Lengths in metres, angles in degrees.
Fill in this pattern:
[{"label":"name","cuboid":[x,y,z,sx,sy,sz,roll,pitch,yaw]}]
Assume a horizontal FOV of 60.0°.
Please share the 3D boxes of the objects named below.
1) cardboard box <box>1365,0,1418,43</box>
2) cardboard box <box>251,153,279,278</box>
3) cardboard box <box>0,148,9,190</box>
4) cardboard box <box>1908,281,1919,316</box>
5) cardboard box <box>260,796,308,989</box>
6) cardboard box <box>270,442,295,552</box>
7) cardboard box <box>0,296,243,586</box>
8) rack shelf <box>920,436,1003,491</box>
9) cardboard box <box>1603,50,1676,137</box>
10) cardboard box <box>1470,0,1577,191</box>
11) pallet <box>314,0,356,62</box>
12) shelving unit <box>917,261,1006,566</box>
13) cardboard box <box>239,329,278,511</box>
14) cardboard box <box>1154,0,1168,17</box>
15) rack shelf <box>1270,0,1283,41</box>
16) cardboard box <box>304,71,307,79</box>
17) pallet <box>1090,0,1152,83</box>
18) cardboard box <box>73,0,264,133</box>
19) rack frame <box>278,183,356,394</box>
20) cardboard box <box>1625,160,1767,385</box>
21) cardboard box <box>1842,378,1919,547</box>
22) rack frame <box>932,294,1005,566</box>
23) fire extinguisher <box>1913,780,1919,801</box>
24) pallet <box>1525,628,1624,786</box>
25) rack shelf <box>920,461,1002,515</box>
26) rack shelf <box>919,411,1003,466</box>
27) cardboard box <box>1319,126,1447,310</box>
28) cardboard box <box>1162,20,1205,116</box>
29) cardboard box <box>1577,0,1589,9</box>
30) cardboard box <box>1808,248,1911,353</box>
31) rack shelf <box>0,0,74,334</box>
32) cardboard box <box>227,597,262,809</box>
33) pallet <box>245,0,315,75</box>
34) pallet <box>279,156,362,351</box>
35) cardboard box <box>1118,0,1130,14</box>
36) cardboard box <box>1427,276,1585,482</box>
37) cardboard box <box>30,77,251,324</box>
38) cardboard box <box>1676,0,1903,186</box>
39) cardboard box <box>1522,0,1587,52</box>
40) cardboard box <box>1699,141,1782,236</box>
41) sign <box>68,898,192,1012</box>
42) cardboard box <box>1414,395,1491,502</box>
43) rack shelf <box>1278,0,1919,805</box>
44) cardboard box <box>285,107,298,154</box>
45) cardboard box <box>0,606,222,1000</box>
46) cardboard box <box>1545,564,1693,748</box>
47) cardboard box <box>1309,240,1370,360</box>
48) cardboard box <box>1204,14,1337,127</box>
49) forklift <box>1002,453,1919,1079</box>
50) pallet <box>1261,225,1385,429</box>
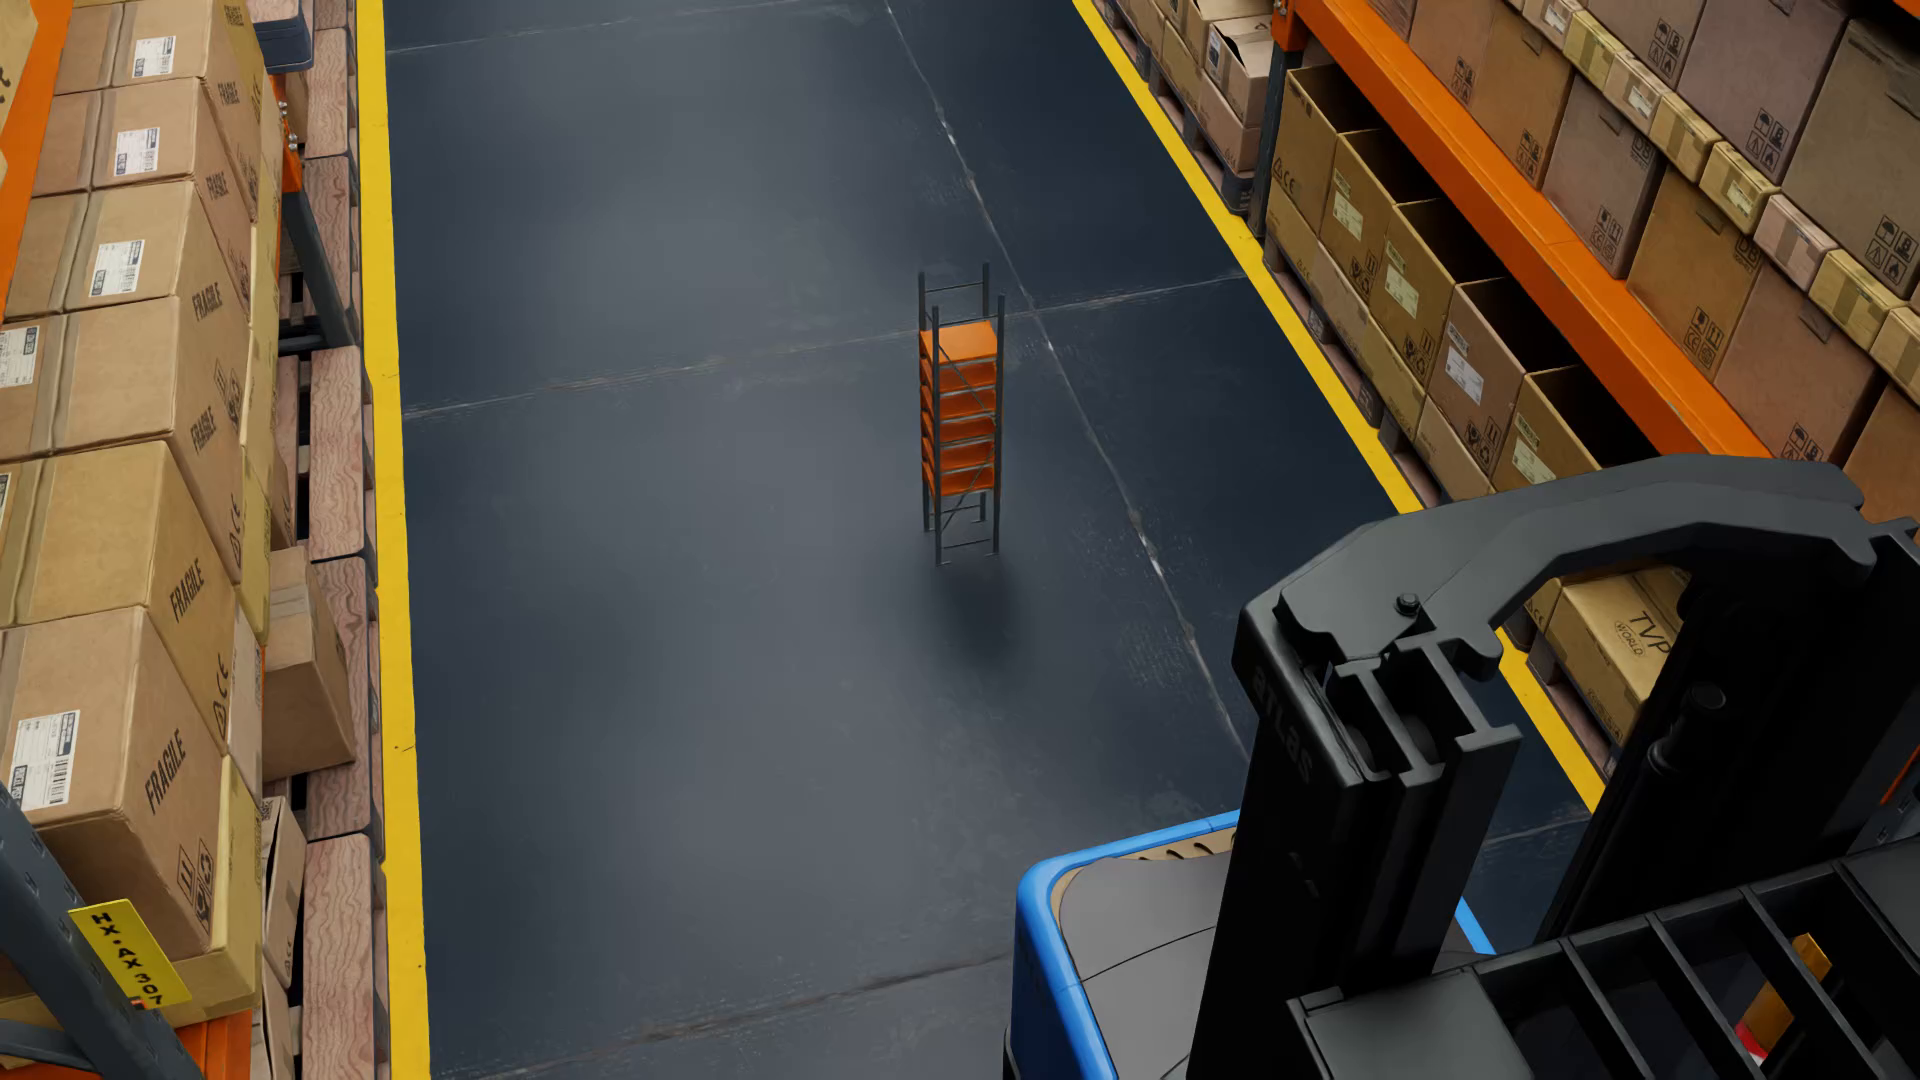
[{"label":"cardboard box","cuboid":[1.941,-2.283,6.317,0.700,0.500,0.500,-12,47,-11]},{"label":"cardboard box","cuboid":[-2.433,-0.983,5.204,0.500,0.250,0.500,-11,47,-10]},{"label":"cardboard box","cuboid":[-1.890,-0.629,2.582,0.500,0.500,0.500,-8,46,-8]},{"label":"cardboard box","cuboid":[2.724,-0.642,3.801,0.700,0.500,0.500,-11,47,-10]},{"label":"cardboard box","cuboid":[-2.179,1.016,4.729,0.500,0.311,0.500,-7,46,-7]},{"label":"cardboard box","cuboid":[-2.662,-0.215,5.803,0.500,0.500,0.500,-14,47,-13]},{"label":"cardboard box","cuboid":[-2.017,-0.186,3.898,0.500,0.500,0.500,-12,47,-12]},{"label":"rack shelf","cuboid":[0.004,-0.295,5.929,0.258,0.103,0.180,-11,47,-10]},{"label":"cardboard box","cuboid":[2.164,-1.353,4.952,0.380,0.149,0.250,-11,47,-11]},{"label":"cardboard box","cuboid":[2.207,-1.573,5.622,0.700,0.500,0.500,-10,46,-10]},{"label":"pallet","cuboid":[-3.792,-2.891,8.935,1.003,0.211,1.213,-11,47,-10]},{"label":"shelving unit","cuboid":[0.004,-0.410,5.812,0.258,1.200,0.189,-11,47,-10]},{"label":"cardboard box","cuboid":[-2.159,-0.291,4.526,0.500,0.250,0.500,-10,46,-10]},{"label":"cardboard box","cuboid":[1.176,-2.865,8.196,0.500,0.311,0.500,-11,47,-10]},{"label":"rack shelf","cuboid":[1.309,-3.683,8.262,1.077,0.370,4.000,-11,47,-10]},{"label":"cardboard box","cuboid":[-3.582,-2.484,8.026,0.700,0.500,0.500,-11,47,-11]},{"label":"pallet","cuboid":[1.279,-2.923,8.967,1.003,0.211,1.213,-11,47,-10]},{"label":"cardboard box","cuboid":[-2.547,-1.592,5.276,0.500,0.500,0.500,-11,47,-10]},{"label":"rack frame","cuboid":[-2.967,-1.645,5.762,1.000,3.000,0.127,-11,47,-10]},{"label":"cardboard box","cuboid":[2.477,-0.857,4.920,0.700,0.500,0.500,-10,46,-10]},{"label":"cardboard box","cuboid":[2.738,-0.152,4.228,0.700,0.500,0.500,-11,47,-10]},{"label":"rack frame","cuboid":[0.027,-0.347,5.750,0.240,1.200,0.006,-11,47,-10]},{"label":"fire extinguisher","cuboid":[2.426,0.402,3.810,0.296,0.674,0.183,-11,47,-10]},{"label":"pallet","cuboid":[2.609,0.664,5.452,1.003,0.211,1.213,-11,47,-10]},{"label":"rack shelf","cuboid":[0.004,-0.211,6.015,0.258,0.103,0.180,-11,47,-10]},{"label":"rack shelf","cuboid":[0.004,-0.379,5.843,0.258,0.103,0.180,-11,47,-10]},{"label":"cardboard box","cuboid":[1.773,-1.279,6.510,0.500,0.500,0.500,-11,47,-10]},{"label":"cardboard box","cuboid":[1.307,-2.321,8.056,0.500,0.250,0.500,-11,47,-11]},{"label":"cardboard box","cuboid":[2.199,-2.043,5.174,0.700,0.500,0.500,-11,47,-10]},{"label":"cardboard box","cuboid":[2.429,-0.640,4.253,0.380,0.149,0.250,-11,47,-11]},{"label":"rack shelf","cuboid":[-2.455,-1.063,3.595,1.077,0.370,4.000,-11,47,-10]},{"label":"cardboard box","cuboid":[-1.907,0.411,3.838,0.500,0.250,0.500,-12,47,-12]},{"label":"pallet","cuboid":[-3.022,-2.132,6.374,1.003,0.211,1.213,-11,47,-10]},{"label":"pallet","cuboid":[-3.167,-1.206,7.285,1.003,0.211,1.213,-11,47,-10]},{"label":"cardboard box","cuboid":[1.047,-3.026,8.746,0.500,0.250,0.500,-10,46,-10]},{"label":"cardboard box","cuboid":[2.023,-0.588,5.832,0.500,0.500,0.500,-11,47,-10]},{"label":"cardboard box","cuboid":[-2.295,-0.899,4.597,0.500,0.500,0.500,-12,47,-11]},{"label":"cardboard box","cuboid":[2.455,-1.352,4.497,0.700,0.500,0.500,-11,47,-10]},{"label":"cardboard box","cuboid":[2.036,-1.706,5.297,0.380,0.149,0.250,-12,47,-11]},{"label":"cardboard box","cuboid":[2.299,-0.995,4.601,0.380,0.149,0.250,-9,46,-9]},{"label":"sign","cuboid":[-1.418,0.714,2.844,0.100,0.325,0.005,-11,47,-10]},{"label":"cardboard box","cuboid":[2.027,-0.326,6.101,0.500,0.250,0.500,-11,47,-10]},{"label":"rack shelf","cuboid":[2.333,-0.921,5.556,1.077,0.370,4.000,-11,47,-10]},{"label":"cardboard box","cuboid":[-3.352,-1.777,7.333,0.700,0.500,0.500,-12,47,-11]},{"label":"cardboard box","cuboid":[-1.774,0.515,3.211,0.500,0.500,0.500,-11,47,-10]},{"label":"cardboard box","cuboid":[2.283,0.364,5.424,0.500,0.250,0.500,-11,47,-10]},{"label":"cardboard box","cuboid":[1.770,-1.016,6.777,0.500,0.250,0.500,-11,47,-10]},{"label":"cardboard box","cuboid":[1.440,-2.162,7.507,0.500,0.311,0.500,-11,47,-10]},{"label":"forklift","cuboid":[1.032,1.419,2.808,1.130,2.935,3.031,-12,47,-12]},{"label":"pallet","cuboid":[1.984,-1.021,7.103,1.003,0.211,1.213,-11,47,-10]}]
